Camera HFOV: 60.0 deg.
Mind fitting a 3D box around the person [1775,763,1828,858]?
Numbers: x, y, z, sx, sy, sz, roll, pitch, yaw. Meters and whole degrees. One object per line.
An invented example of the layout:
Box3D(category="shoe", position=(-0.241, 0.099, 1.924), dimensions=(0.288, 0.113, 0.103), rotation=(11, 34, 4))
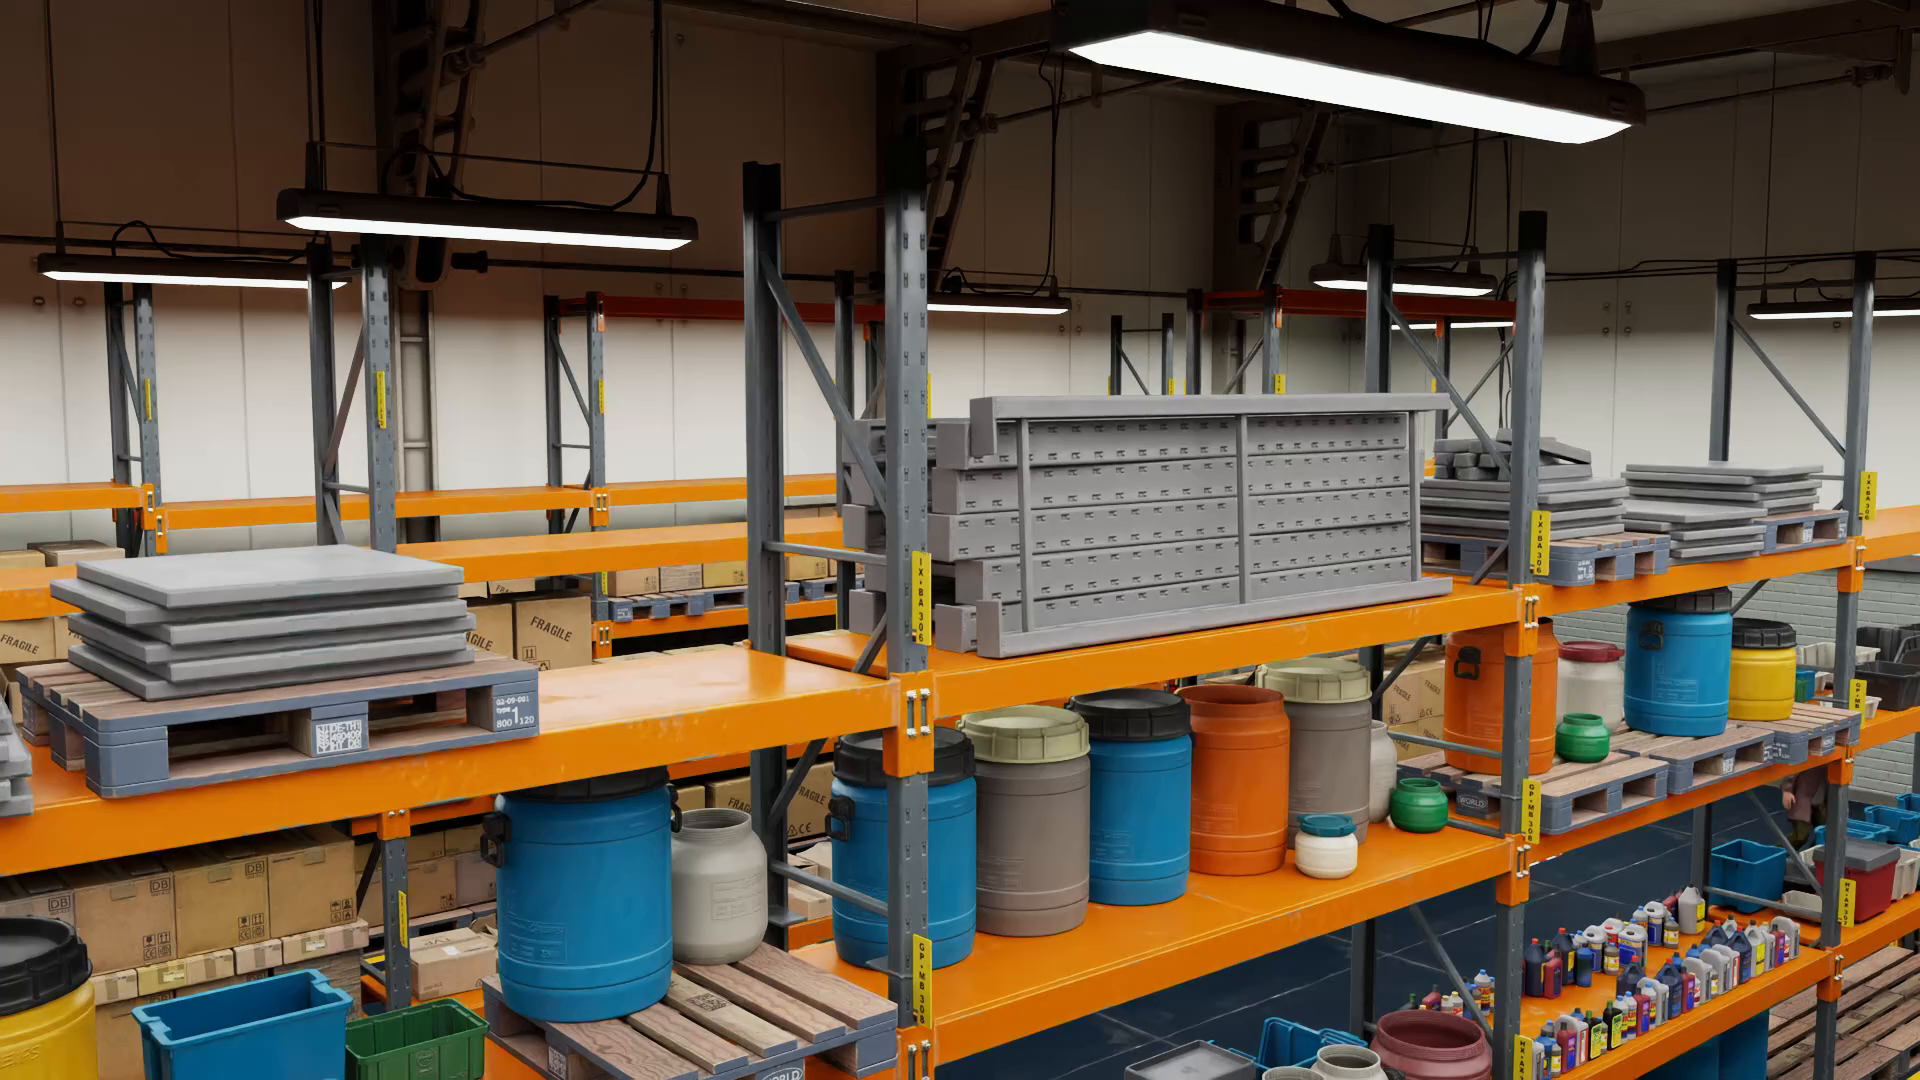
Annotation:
Box3D(category="person", position=(8.764, 2.683, 17.152), dimensions=(0.739, 1.681, 0.695), rotation=(-2, 6, -18))
